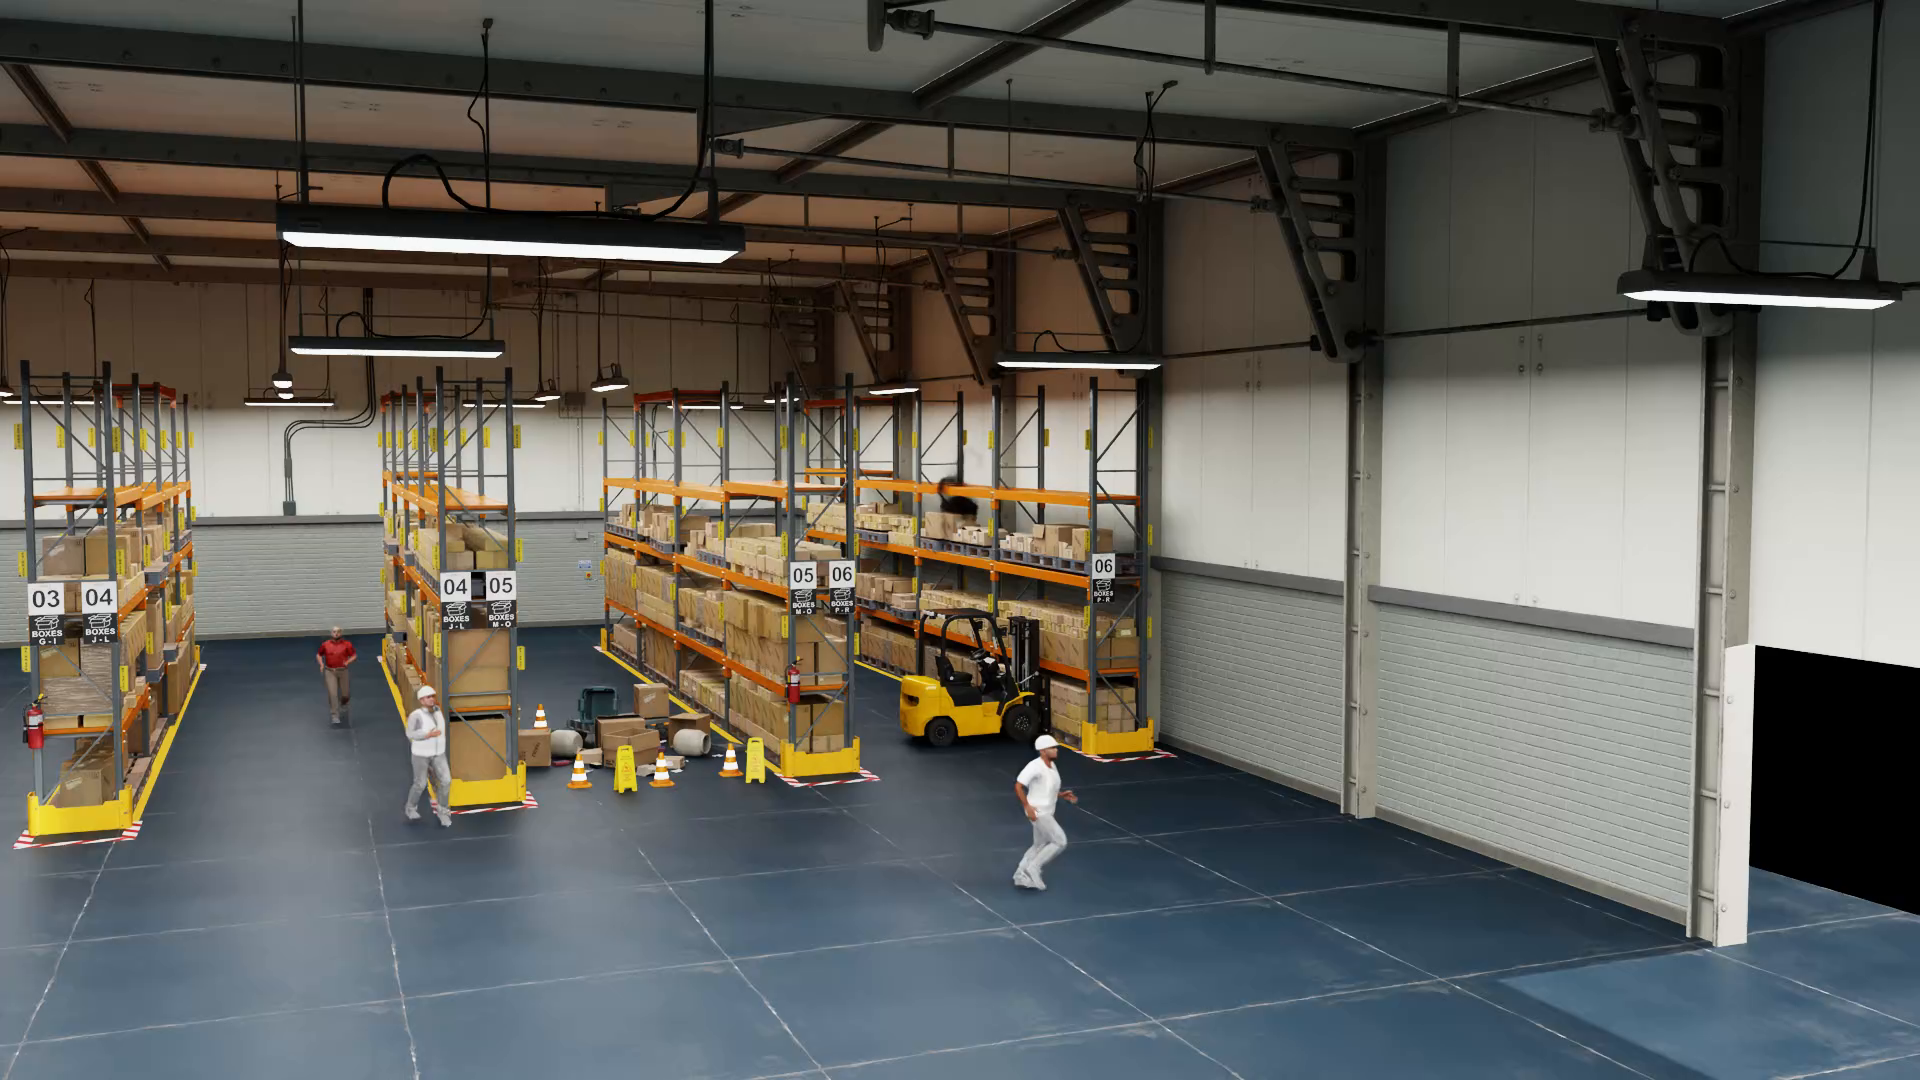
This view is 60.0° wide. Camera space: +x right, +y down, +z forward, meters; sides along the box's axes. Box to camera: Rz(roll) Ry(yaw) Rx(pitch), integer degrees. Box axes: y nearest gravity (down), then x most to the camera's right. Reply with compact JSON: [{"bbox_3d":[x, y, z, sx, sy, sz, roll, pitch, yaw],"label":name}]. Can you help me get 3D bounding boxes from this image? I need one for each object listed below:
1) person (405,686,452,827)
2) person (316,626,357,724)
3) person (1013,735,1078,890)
[{"bbox_3d":[-6.932,2.822,21.649,0.698,1.853,0.655,3,4,39],"label":"person"},{"bbox_3d":[-11.075,2.378,29.550,0.675,1.689,0.830,-1,4,-22],"label":"person"},{"bbox_3d":[0.936,3.016,18.467,0.715,1.713,0.619,1,4,18],"label":"person"}]
